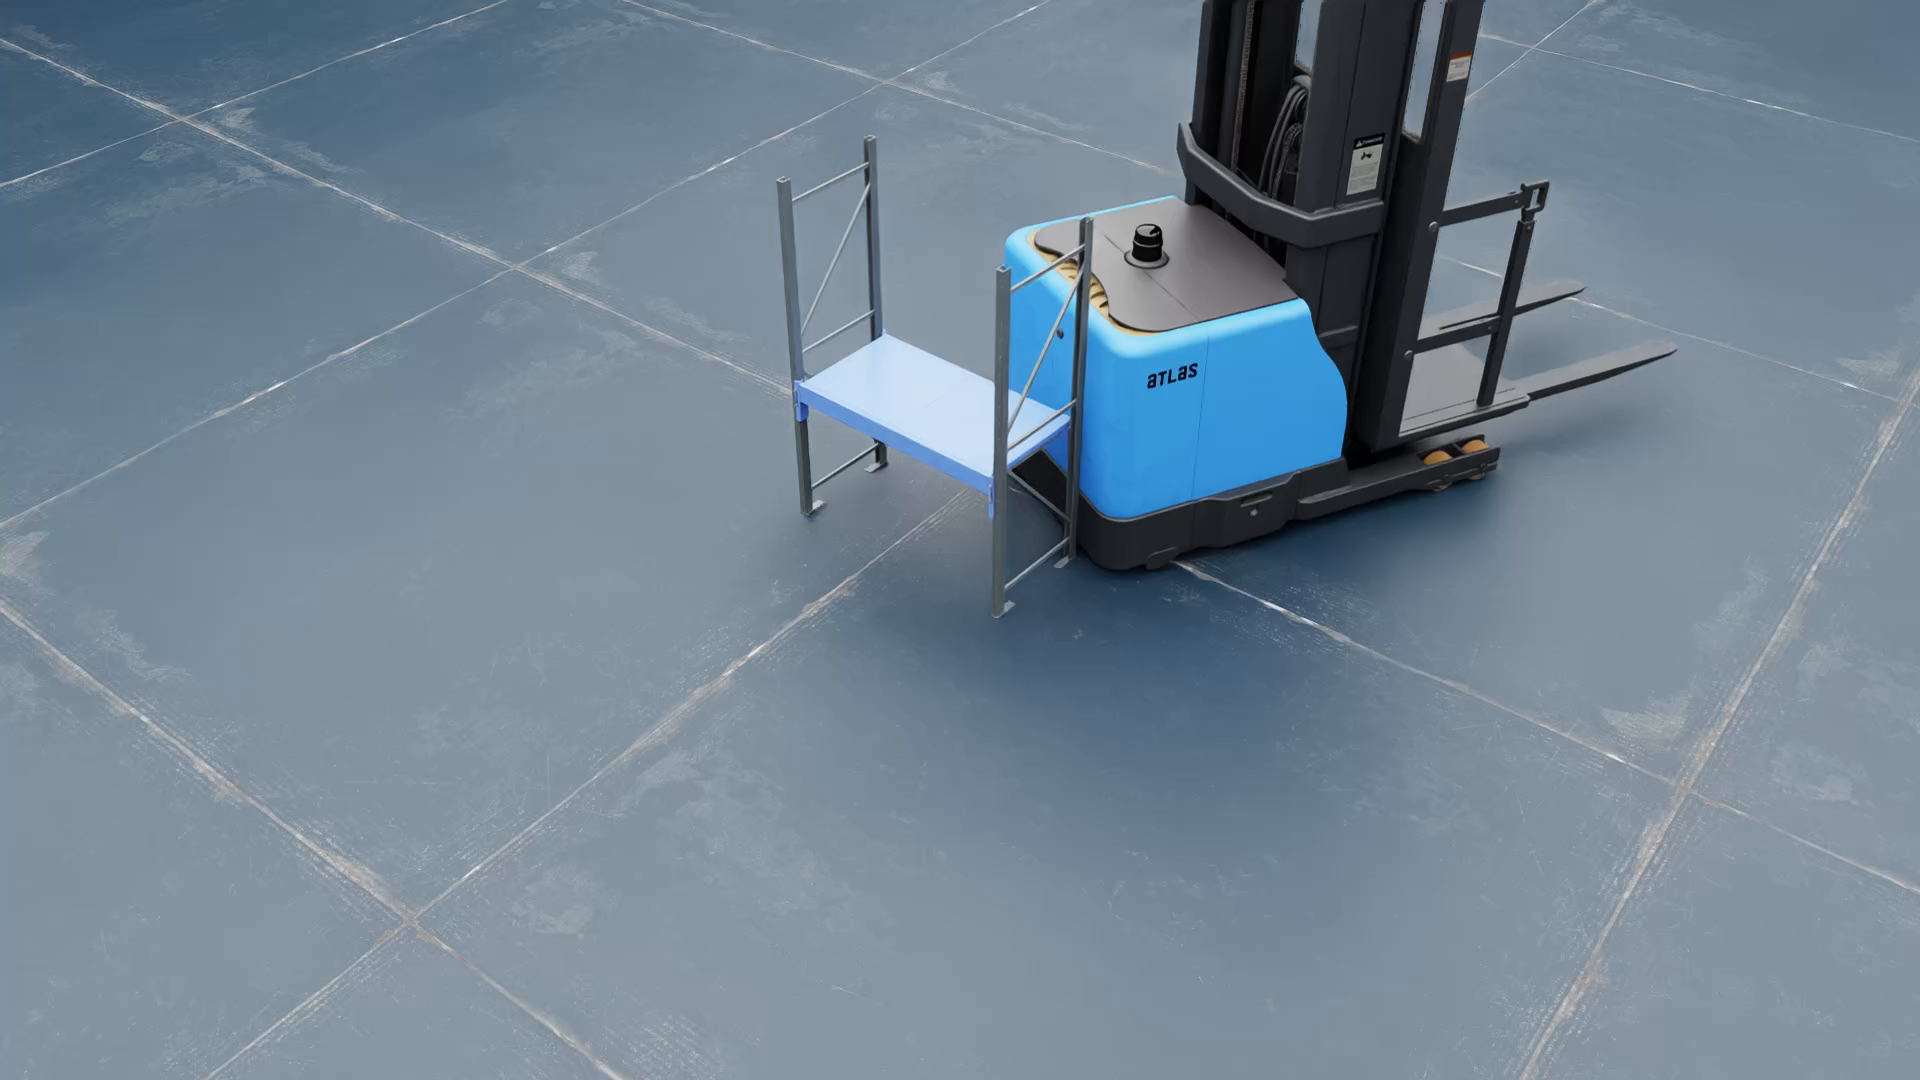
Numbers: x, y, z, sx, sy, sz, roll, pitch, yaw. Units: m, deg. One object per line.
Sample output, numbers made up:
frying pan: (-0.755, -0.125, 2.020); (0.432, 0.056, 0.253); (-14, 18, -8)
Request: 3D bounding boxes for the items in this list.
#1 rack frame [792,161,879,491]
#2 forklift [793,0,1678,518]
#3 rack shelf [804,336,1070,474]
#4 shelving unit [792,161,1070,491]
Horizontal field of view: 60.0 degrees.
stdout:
rack frame: (-0.488, -0.812, 6.571); (0.013, 1.308, 0.475); (27, 46, 30)
forklift: (8.667, -0.802, 4.855); (15.987, 3.598, 10.319); (-16, 41, -19)
rack shelf: (-0.098, -0.508, 6.395); (0.952, 0.062, 0.459); (27, 46, 30)
shelving unit: (-0.114, -0.618, 6.323); (0.991, 1.308, 0.475); (27, 46, 30)
